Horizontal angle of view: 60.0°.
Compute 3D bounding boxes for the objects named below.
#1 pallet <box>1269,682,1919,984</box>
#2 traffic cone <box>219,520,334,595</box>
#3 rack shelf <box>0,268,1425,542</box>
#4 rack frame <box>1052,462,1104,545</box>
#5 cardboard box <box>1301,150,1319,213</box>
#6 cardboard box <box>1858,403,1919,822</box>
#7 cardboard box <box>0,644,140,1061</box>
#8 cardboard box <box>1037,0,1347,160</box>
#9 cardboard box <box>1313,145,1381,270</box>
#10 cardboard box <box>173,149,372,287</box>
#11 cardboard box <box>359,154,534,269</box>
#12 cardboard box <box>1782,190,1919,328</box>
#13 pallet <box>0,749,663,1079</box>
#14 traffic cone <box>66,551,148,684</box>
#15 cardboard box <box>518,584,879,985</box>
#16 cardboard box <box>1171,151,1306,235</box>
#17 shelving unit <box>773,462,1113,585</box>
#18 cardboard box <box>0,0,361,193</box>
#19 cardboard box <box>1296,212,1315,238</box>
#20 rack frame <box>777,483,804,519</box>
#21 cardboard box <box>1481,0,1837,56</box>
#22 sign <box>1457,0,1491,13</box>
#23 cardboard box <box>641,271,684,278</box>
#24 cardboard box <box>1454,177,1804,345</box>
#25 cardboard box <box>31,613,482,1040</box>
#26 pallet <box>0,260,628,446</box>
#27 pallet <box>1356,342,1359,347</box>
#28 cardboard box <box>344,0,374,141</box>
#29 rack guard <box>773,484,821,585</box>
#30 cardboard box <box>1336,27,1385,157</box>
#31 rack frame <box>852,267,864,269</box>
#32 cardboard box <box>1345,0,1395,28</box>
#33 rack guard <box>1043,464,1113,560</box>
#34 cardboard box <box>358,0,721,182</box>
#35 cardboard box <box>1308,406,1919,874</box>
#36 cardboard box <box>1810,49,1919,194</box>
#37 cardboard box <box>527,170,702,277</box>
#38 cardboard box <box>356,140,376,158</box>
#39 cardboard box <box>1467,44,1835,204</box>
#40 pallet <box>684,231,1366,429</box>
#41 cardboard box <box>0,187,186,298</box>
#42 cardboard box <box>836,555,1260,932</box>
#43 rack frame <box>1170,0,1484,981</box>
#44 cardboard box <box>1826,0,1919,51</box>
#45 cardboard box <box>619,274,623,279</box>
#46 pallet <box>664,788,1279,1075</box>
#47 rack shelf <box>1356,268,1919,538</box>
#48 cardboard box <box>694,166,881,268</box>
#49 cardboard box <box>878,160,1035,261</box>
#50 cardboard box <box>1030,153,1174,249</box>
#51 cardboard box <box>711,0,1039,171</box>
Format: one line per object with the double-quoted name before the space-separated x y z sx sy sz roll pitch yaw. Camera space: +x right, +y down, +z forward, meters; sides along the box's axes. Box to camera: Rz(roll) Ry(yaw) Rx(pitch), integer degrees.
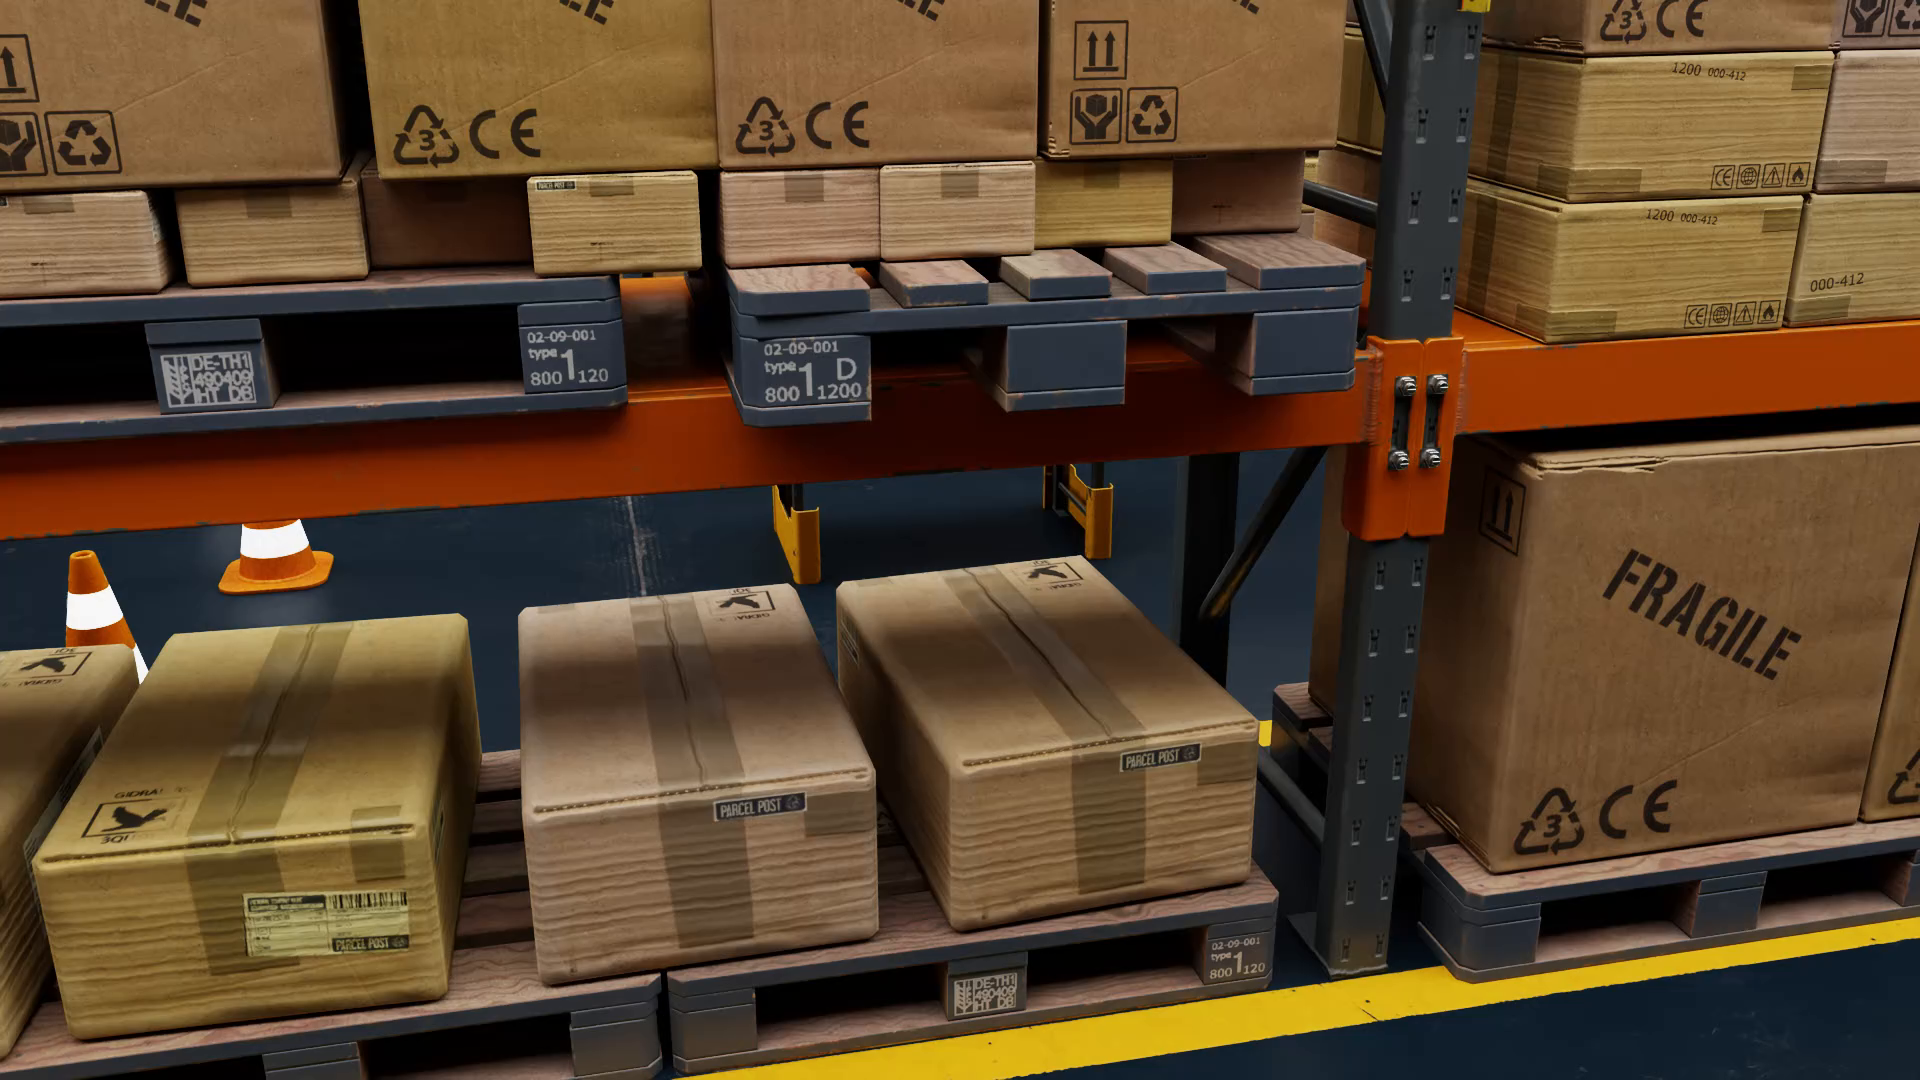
"pallet" 1.483 0.586 3.908 1.213 0.211 1.003 -5 21 -12
"traffic cone" -2.258 -0.103 5.423 0.334 0.463 0.336 -5 21 -12
"rack shelf" -1.248 -0.190 3.019 4.000 0.370 1.077 -5 21 -12
"rack frame" 0.412 -0.738 5.648 0.032 1.500 0.500 -5 21 -12
"cardboard box" 1.673 -1.801 8.304 0.500 0.250 0.500 -6 21 -15
"cardboard box" 2.259 0.018 3.883 0.875 0.875 0.875 -4 21 -12
"cardboard box" -1.986 0.567 3.117 0.625 0.372 0.950 -3 20 -9
"cardboard box" 0.320 -0.941 2.834 0.500 0.500 0.500 -5 21 -14
"cardboard box" 1.131 -0.743 3.699 0.500 0.250 0.500 -5 21 -14
"cardboard box" -1.056 -0.512 2.605 0.250 0.149 0.380 -5 21 -14
"cardboard box" -0.831 -0.559 2.734 0.250 0.149 0.380 -4 21 -12
"cardboard box" 1.728 -0.617 3.356 0.500 0.250 0.500 -5 21 -14
"pallet" -1.247 0.780 3.379 1.213 0.211 1.003 -5 21 -12
"traffic cone" -2.310 0.255 4.446 0.334 0.463 0.336 -5 21 -12
"cardboard box" -0.570 0.453 3.427 0.625 0.372 0.950 -5 21 -14
"cardboard box" 0.434 -0.661 3.012 0.250 0.149 0.380 -4 20 -10
"shelving unit" -0.074 -0.698 5.540 1.083 1.500 0.587 -5 21 -12
"cardboard box" -1.203 -0.813 2.485 0.500 0.500 0.500 -6 21 -15
"cardboard box" 1.692 -1.453 8.443 0.500 0.500 0.500 -5 21 -14
"rack frame" -0.578 -0.657 5.428 0.032 1.500 0.500 -5 21 -12
"cardboard box" 1.235 -1.160 3.021 0.500 0.500 0.500 -5 21 -14
"sign" 0.832 -1.012 2.648 0.005 0.325 0.100 -5 21 -12
"cardboard box" -1.152 -1.458 8.094 0.750 0.750 1.050 -5 21 -13
"cardboard box" 1.233 -0.570 3.229 0.500 0.250 0.500 -5 21 -13
"cardboard box" -1.309 0.511 3.268 0.625 0.372 0.950 -4 20 -11
"pallet" -1.219 -0.426 2.895 1.213 0.211 1.003 -5 21 -12
"pallet" 1.407 -1.183 8.736 1.213 0.211 1.003 -5 21 -12
"cardboard box" -1.302 -0.987 2.960 0.500 0.500 0.500 -5 21 -15
"rack guard" -0.559 -0.072 5.648 0.087 0.250 0.587 -5 21 -12
"cardboard box" 1.111 -0.974 3.604 0.500 0.250 0.500 -5 21 -13
"rack frame" -0.539 -2.335 7.829 0.127 3.000 1.000 -5 21 -12
"cardboard box" 1.141 -1.331 3.489 0.500 0.500 0.500 -5 21 -14
"rack guard" 0.410 -0.151 5.863 0.087 0.250 0.587 -5 21 -12
"cardboard box" -0.672 -0.856 2.602 0.500 0.500 0.500 -6 21 -16
"cardboard box" 1.390 0.087 3.694 0.875 0.875 0.875 -5 21 -13
"cardboard box" 1.752 -0.849 3.261 0.500 0.250 0.500 -4 21 -11
"cardboard box" -0.557 -0.537 2.673 0.250 0.149 0.380 -4 21 -12
"cardboard box" -0.975 -0.689 3.090 0.250 0.149 0.380 -4 20 -10
"cardboard box" 1.248 -0.808 3.151 0.500 0.250 0.500 -5 21 -13
"pallet" 0.029 -0.504 3.109 1.003 0.211 1.213 -5 21 -12
"cardboard box" -1.309 -0.481 2.521 0.250 0.149 0.380 -4 20 -10
"cardboard box" 0.146 0.392 3.594 0.625 0.372 0.950 -6 21 -16
"rack frame" 0.698 -0.686 3.327 0.127 3.000 1.000 -5 21 -12
"cardboard box" 1.715 -1.202 3.137 0.500 0.500 0.500 -5 21 -12
"cardboard box" -2.002 -1.388 7.902 0.750 0.750 1.050 -4 21 -12
"pallet" -0.062 0.684 3.639 1.213 0.211 1.003 -5 21 -12
"rack shelf" 2.645 -0.507 3.883 4.000 0.370 1.077 -5 21 -12
"cardboard box" -0.292 -0.563 2.746 0.250 0.149 0.380 -6 21 -15
"cardboard box" -0.046 -0.580 2.793 0.250 0.149 0.380 -5 21 -13
"cardboard box" 0.189 -0.615 2.888 0.250 0.149 0.380 -4 21 -12
"cardboard box" -0.181 -0.896 2.713 0.500 0.500 0.500 -5 21 -13
